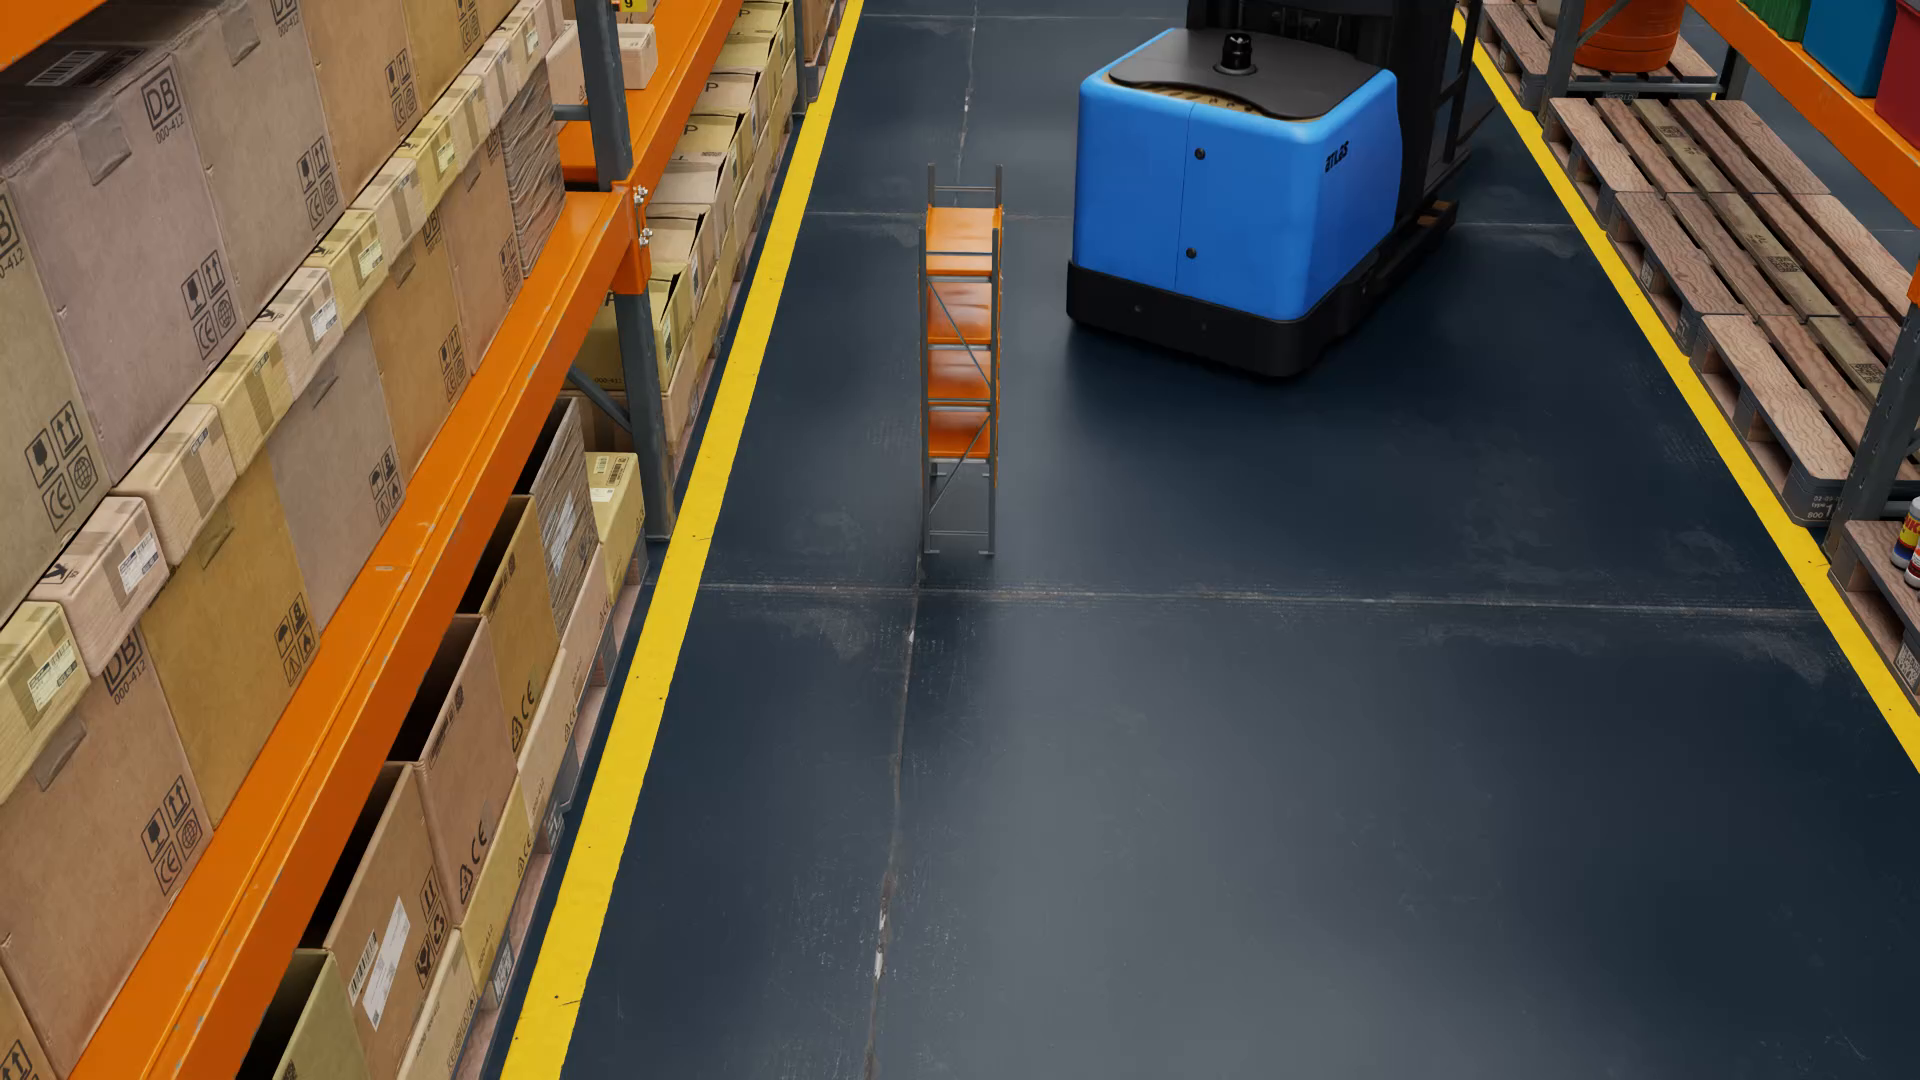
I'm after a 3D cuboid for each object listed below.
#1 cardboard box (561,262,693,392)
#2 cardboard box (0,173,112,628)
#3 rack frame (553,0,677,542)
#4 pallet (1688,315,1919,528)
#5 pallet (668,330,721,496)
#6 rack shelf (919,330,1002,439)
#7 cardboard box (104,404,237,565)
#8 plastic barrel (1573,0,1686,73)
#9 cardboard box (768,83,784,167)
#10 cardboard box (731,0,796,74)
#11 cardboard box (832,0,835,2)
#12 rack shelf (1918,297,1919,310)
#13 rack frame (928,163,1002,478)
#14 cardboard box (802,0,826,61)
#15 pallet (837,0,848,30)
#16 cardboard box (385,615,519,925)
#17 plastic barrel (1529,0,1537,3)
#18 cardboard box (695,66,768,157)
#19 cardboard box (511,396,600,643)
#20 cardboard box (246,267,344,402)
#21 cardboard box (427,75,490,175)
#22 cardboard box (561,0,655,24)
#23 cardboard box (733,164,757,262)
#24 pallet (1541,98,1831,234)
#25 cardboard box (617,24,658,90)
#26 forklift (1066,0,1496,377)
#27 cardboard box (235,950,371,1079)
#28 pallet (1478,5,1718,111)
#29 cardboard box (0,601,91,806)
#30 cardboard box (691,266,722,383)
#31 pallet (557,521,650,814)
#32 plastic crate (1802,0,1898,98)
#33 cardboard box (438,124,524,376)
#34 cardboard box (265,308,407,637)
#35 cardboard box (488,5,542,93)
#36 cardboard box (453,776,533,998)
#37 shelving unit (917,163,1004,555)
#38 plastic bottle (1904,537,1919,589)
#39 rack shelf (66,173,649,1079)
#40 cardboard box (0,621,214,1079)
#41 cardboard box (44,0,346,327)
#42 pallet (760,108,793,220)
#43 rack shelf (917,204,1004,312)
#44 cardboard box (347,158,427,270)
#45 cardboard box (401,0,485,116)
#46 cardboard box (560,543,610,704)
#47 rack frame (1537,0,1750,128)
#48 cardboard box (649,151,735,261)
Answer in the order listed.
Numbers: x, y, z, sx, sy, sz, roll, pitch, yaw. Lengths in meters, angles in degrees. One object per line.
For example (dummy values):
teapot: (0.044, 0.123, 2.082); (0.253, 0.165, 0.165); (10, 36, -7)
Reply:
cardboard box: (-1.232, -0.776, 5.784); (0.500, 0.311, 0.500); (1, 35, 2)
cardboard box: (-1.609, -0.143, 2.129); (0.700, 0.500, 0.500); (0, 35, 1)
rack frame: (-1.498, -1.268, 4.946); (1.000, 3.000, 0.127); (1, 35, 2)
pallet: (3.444, -0.463, 6.225); (1.003, 0.211, 1.213); (1, 35, 2)
pallet: (-1.507, -0.552, 6.352); (1.003, 0.211, 1.213); (1, 35, 2)
rack shelf: (0.007, -0.531, 5.579); (0.258, 0.148, 0.480); (1, 35, 2)
cardboard box: (-1.388, -0.090, 2.619); (0.380, 0.149, 0.250); (0, 35, 0)
plastic barrel: (3.615, -3.015, 8.954); (0.600, 0.830, 0.708); (1, 35, 2)
cardboard box: (-1.132, -2.009, 8.026); (0.500, 0.250, 0.500); (1, 35, 1)
cardboard box: (-1.112, -2.536, 8.289); (0.500, 0.311, 0.500); (2, 35, 3)
cardboard box: (-0.993, -3.568, 10.009); (0.500, 0.500, 0.500); (1, 35, 1)
rack shelf: (3.371, 0.291, 3.352); (1.077, 0.370, 4.000); (1, 35, 2)
rack frame: (0.016, -0.726, 5.740); (0.240, 1.200, 0.015); (1, 35, 2)
cardboard box: (-1.033, -2.979, 9.171); (0.500, 0.500, 0.500); (3, 35, 4)
pallet: (-1.218, -3.553, 10.622); (1.003, 0.211, 1.213); (1, 35, 2)
cardboard box: (-1.352, 0.511, 3.788); (0.500, 0.500, 0.500); (1, 35, 2)
plastic barrel: (3.660, -3.566, 9.947); (0.600, 0.588, 0.708); (1, 35, 2)
cardboard box: (-1.149, -1.948, 7.451); (0.500, 0.311, 0.500); (1, 35, 2)
cardboard box: (-1.330, -0.064, 4.606); (0.500, 0.500, 0.500); (1, 35, 2)
cardboard box: (-1.365, -0.380, 3.031); (0.380, 0.149, 0.250); (2, 35, 2)
cardboard box: (-1.324, -0.970, 3.871); (0.380, 0.149, 0.250); (1, 35, 2)
cardboard box: (-1.429, -2.053, 5.975); (0.500, 0.500, 0.500); (4, 35, 5)
cardboard box: (-1.173, -1.425, 7.195); (0.500, 0.250, 0.500); (2, 35, 3)
pallet: (3.542, -1.865, 8.220); (1.003, 0.211, 1.213); (1, 35, 2)
cardboard box: (-1.258, -1.670, 5.736); (0.380, 0.149, 0.250); (1, 35, 2)
forklift: (1.665, -2.654, 6.977); (1.130, 2.935, 3.031); (20, 40, 26)
cardboard box: (-1.396, 1.086, 2.970); (0.500, 0.500, 0.500); (1, 35, 2)
pallet: (3.602, -2.763, 9.498); (1.003, 0.211, 1.213); (1, 35, 2)
cardboard box: (-1.408, 0.208, 2.194); (0.380, 0.149, 0.250); (1, 35, 2)
cardboard box: (-1.212, -0.835, 6.356); (0.500, 0.250, 0.500); (2, 35, 3)
pallet: (-1.572, 0.328, 5.099); (1.003, 0.211, 1.213); (1, 35, 2)
plastic crate: (3.185, -1.786, 5.697); (0.392, 0.384, 0.575); (1, 35, 2)
cardboard box: (-1.524, -0.751, 4.123); (0.700, 0.500, 0.500); (1, 35, 1)
cardboard box: (-1.567, -0.169, 3.294); (0.700, 0.500, 0.500); (2, 35, 3)
cardboard box: (-1.307, -1.272, 4.300); (0.380, 0.149, 0.250); (1, 35, 1)
cardboard box: (-1.353, 0.818, 4.003); (0.500, 0.250, 0.500); (1, 35, 2)
shelving unit: (0.007, -0.586, 5.540); (0.258, 1.200, 0.503); (1, 35, 2)
plastic bottle: (2.997, 0.044, 5.129); (0.097, 0.201, 0.097); (0, 35, 0)
rack shelf: (-1.578, 0.175, 3.518); (1.077, 0.370, 4.000); (1, 35, 2)
cardboard box: (-1.611, 0.419, 2.458); (0.700, 0.500, 0.500); (2, 35, 3)
cardboard box: (-1.570, -0.720, 2.951); (0.700, 0.500, 0.500); (1, 35, 2)
pallet: (-1.409, -1.954, 8.346); (1.003, 0.211, 1.213); (1, 35, 2)
rack shelf: (0.007, -0.907, 5.314); (0.258, 0.148, 0.480); (1, 35, 2)
cardboard box: (-1.347, -0.684, 3.464); (0.380, 0.149, 0.250); (2, 35, 3)
cardboard box: (-1.528, -1.295, 3.768); (0.700, 0.500, 0.500); (1, 35, 2)
cardboard box: (-1.328, 0.243, 4.821); (0.500, 0.250, 0.500); (1, 35, 2)
rack frame: (3.612, -3.450, 8.050); (1.000, 3.000, 0.127); (1, 35, 2)
cardboard box: (-1.187, -1.361, 6.617); (0.500, 0.311, 0.500); (0, 35, 0)
